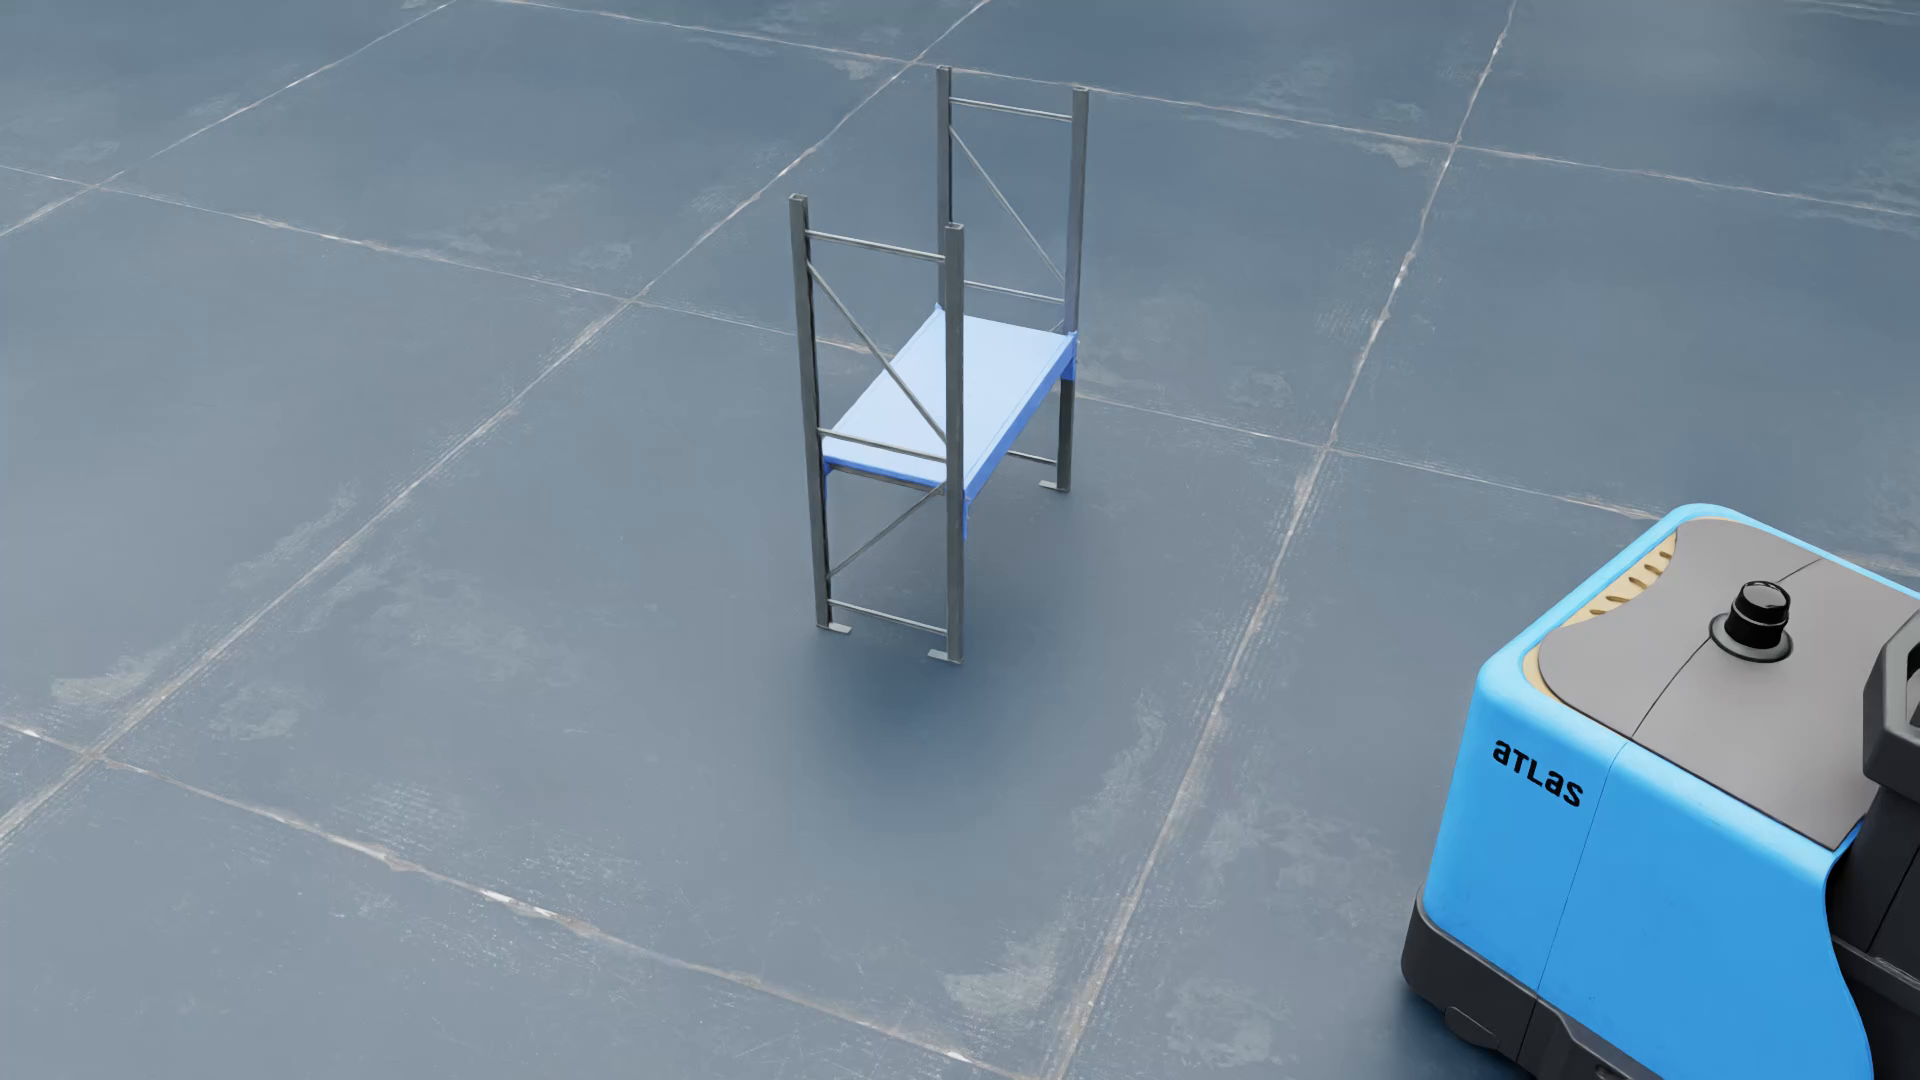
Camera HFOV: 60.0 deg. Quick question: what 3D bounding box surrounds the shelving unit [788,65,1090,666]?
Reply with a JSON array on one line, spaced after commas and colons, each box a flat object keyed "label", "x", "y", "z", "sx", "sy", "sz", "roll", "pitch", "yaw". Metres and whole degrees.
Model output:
[{"label": "shelving unit", "x": -0.032, "y": -0.553, "z": 5.238, "sx": 0.538, "sy": 1.500, "sz": 1.048, "roll": 14, "pitch": 39, "yaw": 18}]

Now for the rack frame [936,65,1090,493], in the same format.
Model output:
[{"label": "rack frame", "x": 0.161, "y": -0.835, "z": 5.614, "sx": 0.500, "sy": 1.500, "sz": 0.032, "roll": 14, "pitch": 39, "yaw": 18}]

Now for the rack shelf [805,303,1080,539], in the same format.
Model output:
[{"label": "rack shelf", "x": -0.032, "y": -0.409, "z": 5.345, "sx": 0.538, "sy": 0.185, "sz": 1.000, "roll": 14, "pitch": 39, "yaw": 18}]

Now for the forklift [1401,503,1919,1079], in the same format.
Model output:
[{"label": "forklift", "x": 2.484, "y": 0.411, "z": 2.752, "sx": 1.130, "sy": 2.935, "sz": 3.031, "roll": -29, "pitch": 46, "yaw": -33}]

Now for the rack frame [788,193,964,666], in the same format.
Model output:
[{"label": "rack frame", "x": -0.226, "y": -0.272, "z": 4.861, "sx": 0.500, "sy": 1.500, "sz": 0.032, "roll": 14, "pitch": 39, "yaw": 18}]
